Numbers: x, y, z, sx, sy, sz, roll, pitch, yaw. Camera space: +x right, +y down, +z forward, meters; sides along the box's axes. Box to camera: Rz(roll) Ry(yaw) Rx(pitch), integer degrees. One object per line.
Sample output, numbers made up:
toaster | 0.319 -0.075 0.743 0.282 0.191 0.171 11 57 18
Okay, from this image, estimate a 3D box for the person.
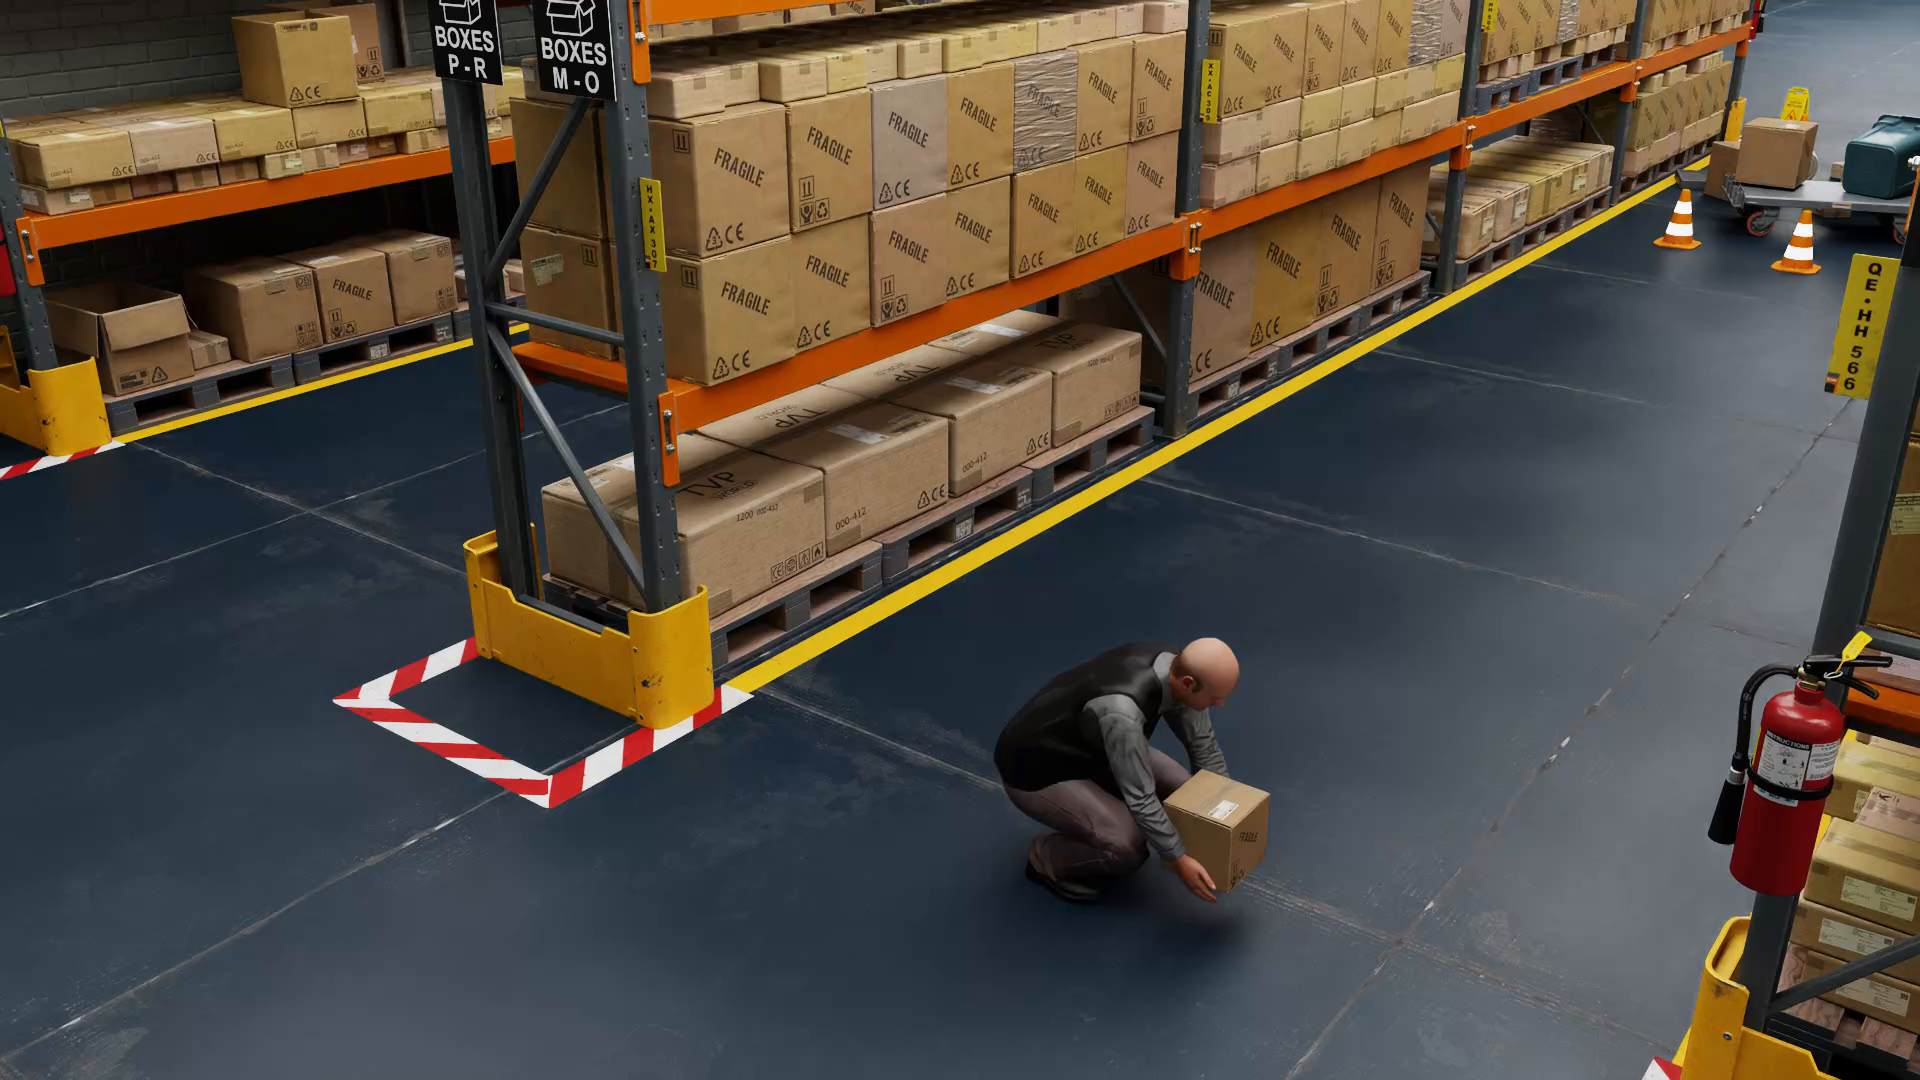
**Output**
person | 0.544 0.712 5.448 0.860 0.969 0.530 16 28 33
